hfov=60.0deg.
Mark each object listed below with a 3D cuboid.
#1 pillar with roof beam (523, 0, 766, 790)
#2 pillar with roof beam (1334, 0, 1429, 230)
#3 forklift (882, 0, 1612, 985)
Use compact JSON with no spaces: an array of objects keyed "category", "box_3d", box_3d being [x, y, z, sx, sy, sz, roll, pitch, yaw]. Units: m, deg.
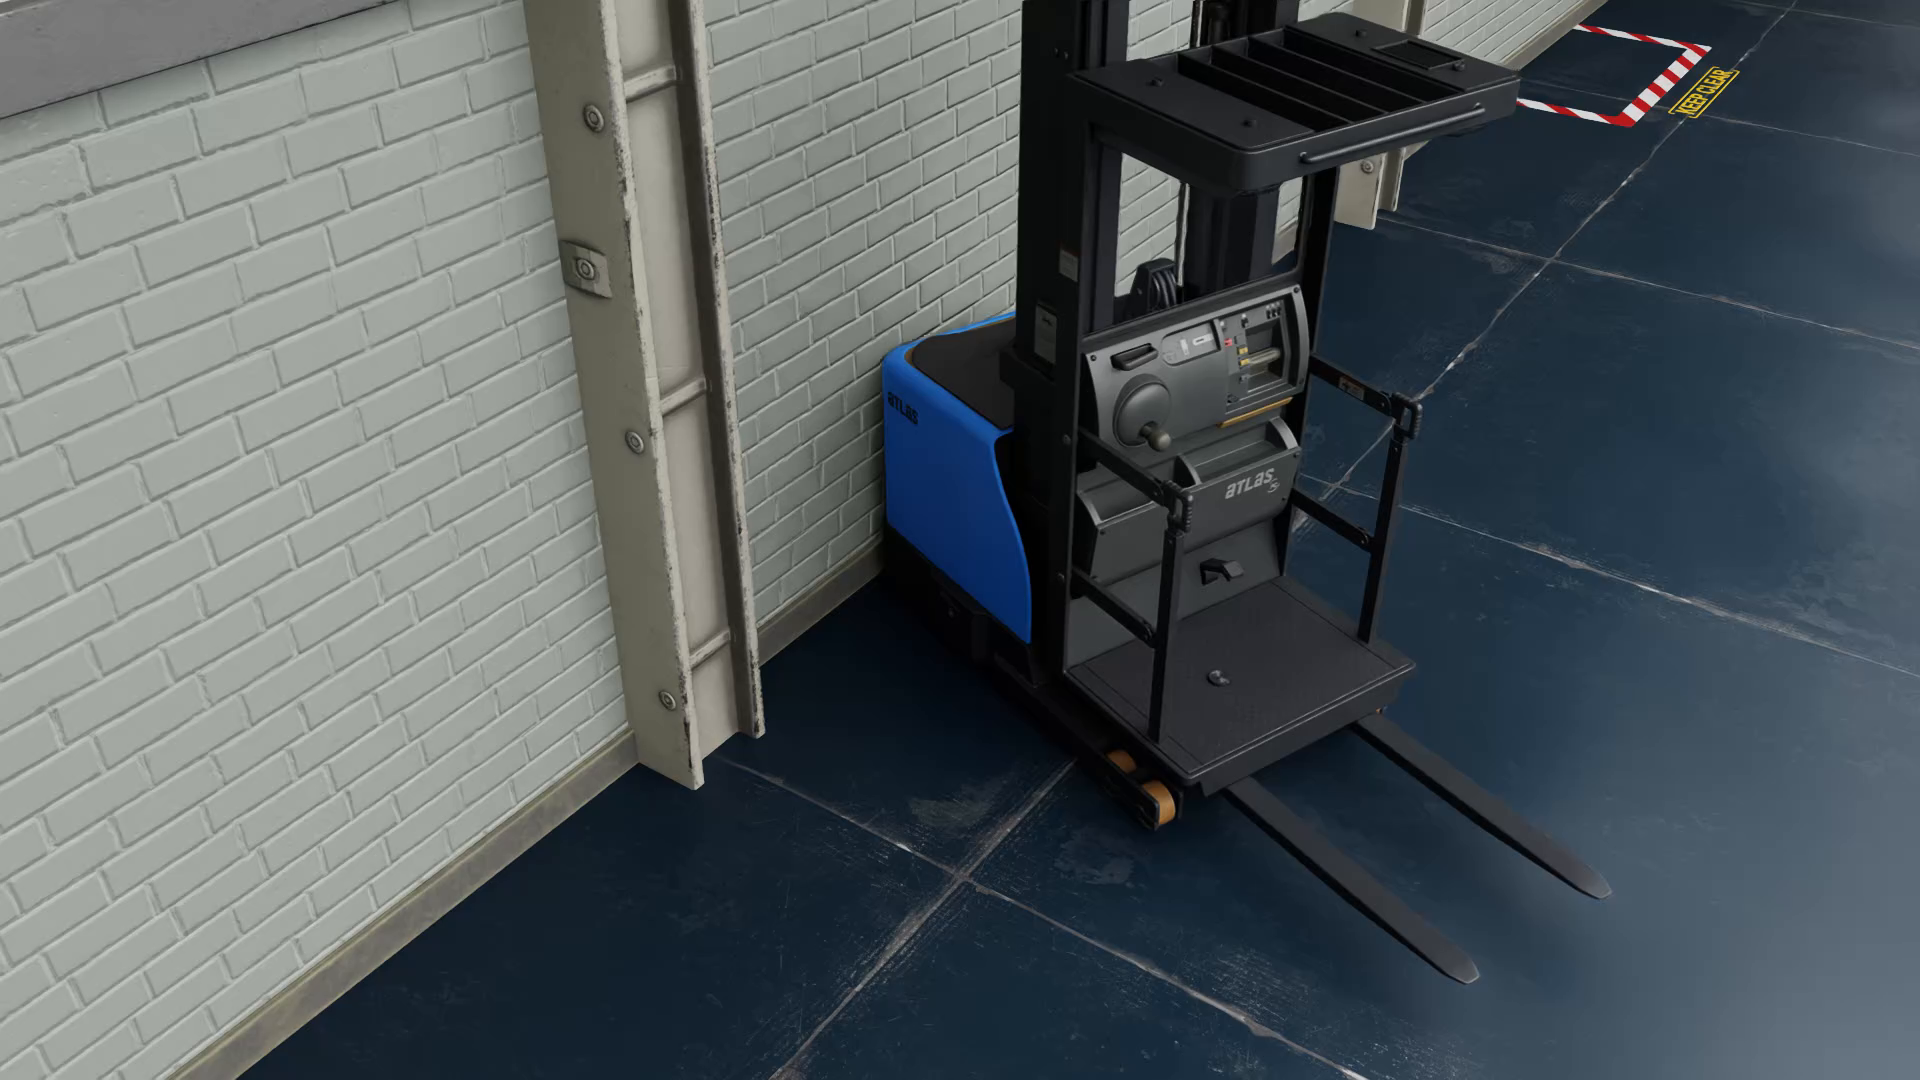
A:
[{"category":"pillar with roof beam","box_3d":[2.577,-1.599,1.581,9.100,9.000,0.400,21,39,28]},{"category":"pillar with roof beam","box_3d":[5.998,-4.360,5.664,9.100,9.000,0.400,21,39,28]},{"category":"forklift","box_3d":[0.925,-0.523,5.406,1.130,2.935,3.031,-21,39,-28]}]
